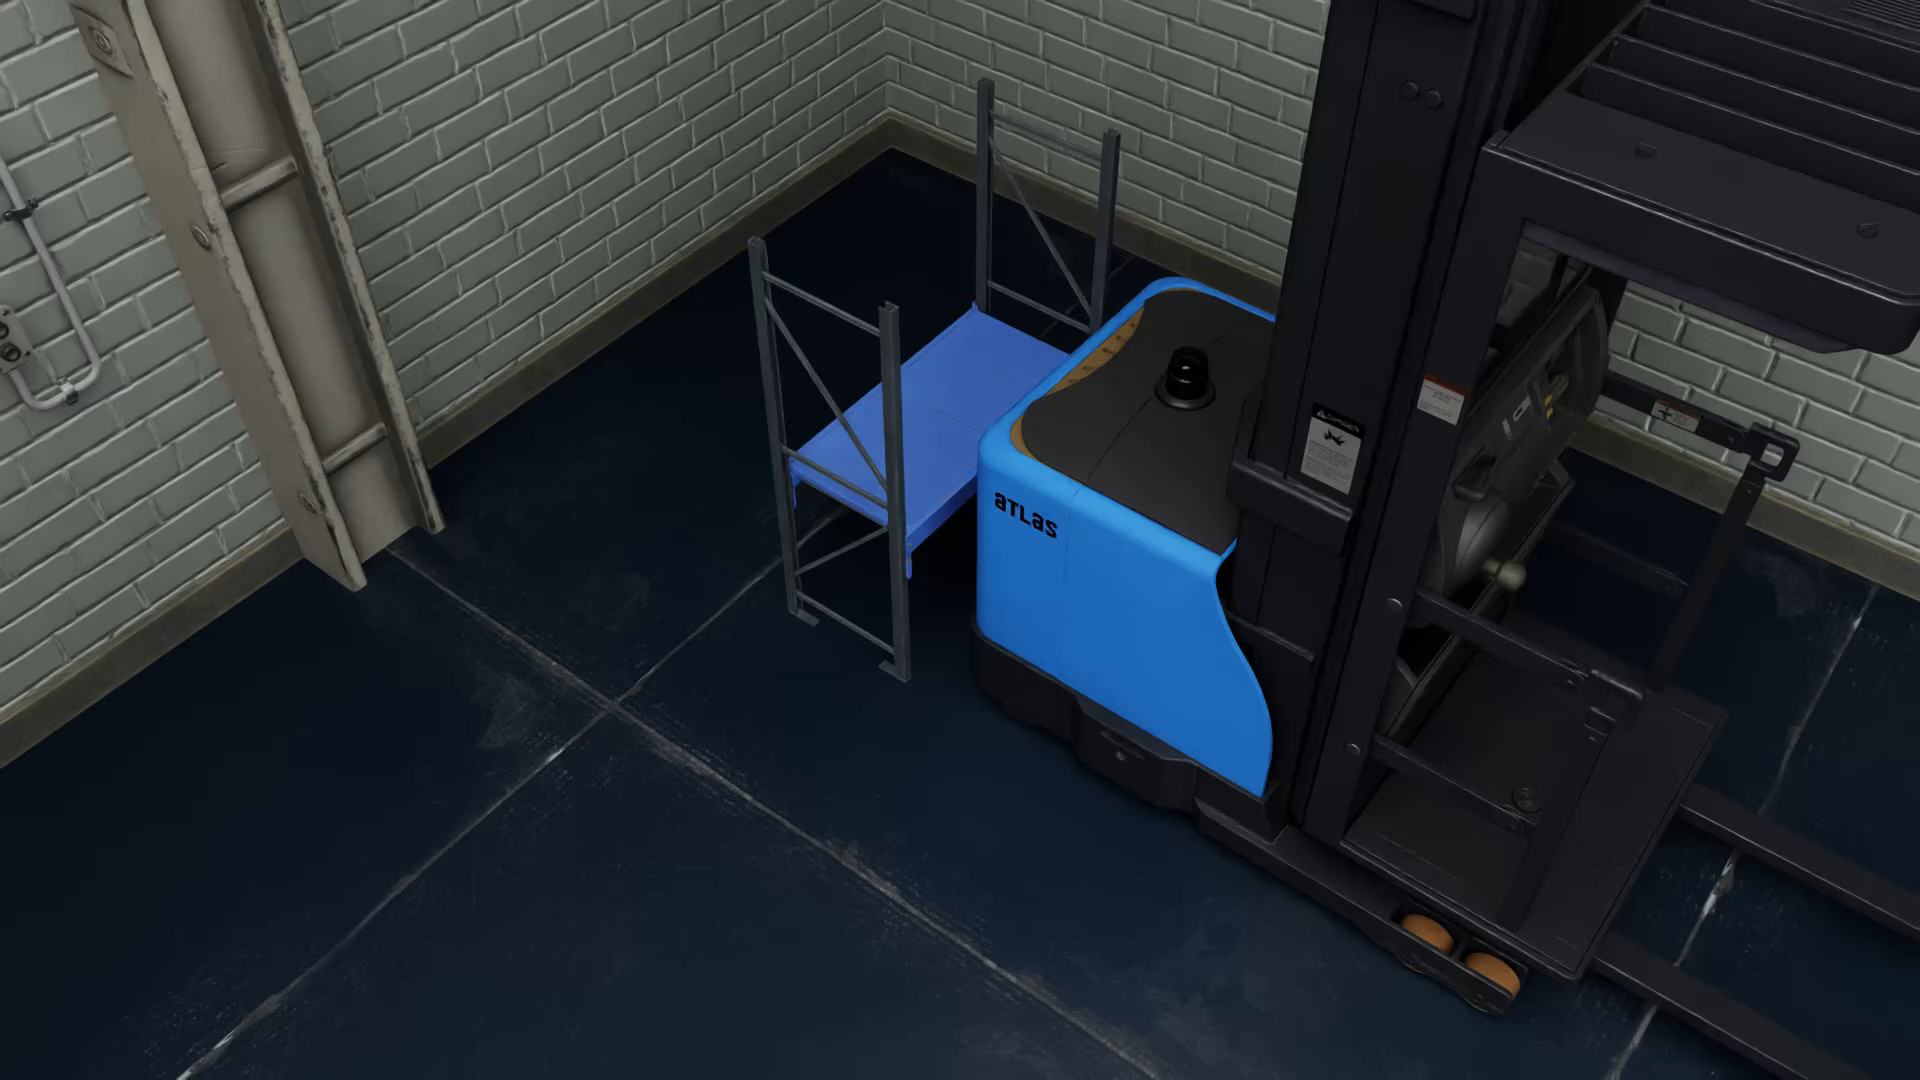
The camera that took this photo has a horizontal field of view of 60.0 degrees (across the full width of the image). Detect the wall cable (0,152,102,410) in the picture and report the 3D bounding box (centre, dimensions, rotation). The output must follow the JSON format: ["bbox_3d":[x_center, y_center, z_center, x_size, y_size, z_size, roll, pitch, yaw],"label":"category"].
[{"bbox_3d":[-2.963,-0.615,3.560,0.084,1.984,1.851,29,53,25],"label":"wall cable"}]

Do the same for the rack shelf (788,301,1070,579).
[{"bbox_3d":[-0.052,-0.345,5.291,0.538,0.185,1.000,29,53,25],"label":"rack shelf"}]

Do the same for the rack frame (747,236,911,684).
[{"bbox_3d":[-0.363,-0.178,4.883,0.500,1.500,0.032,29,53,25],"label":"rack frame"}]

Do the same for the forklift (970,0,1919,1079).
[{"bbox_3d":[1.509,-0.170,3.885,3.031,2.935,1.130,29,53,25],"label":"forklift"}]

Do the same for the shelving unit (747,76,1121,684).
[{"bbox_3d":[-0.052,-0.469,5.161,0.538,1.500,1.048,29,53,25],"label":"shelving unit"}]

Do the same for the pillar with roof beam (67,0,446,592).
[{"bbox_3d":[1.375,-1.209,0.682,9.100,9.000,0.400,29,53,25],"label":"pillar with roof beam"}]

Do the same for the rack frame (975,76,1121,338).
[{"bbox_3d":[0.259,-0.760,5.439,0.500,1.500,0.032,29,53,25],"label":"rack frame"}]
